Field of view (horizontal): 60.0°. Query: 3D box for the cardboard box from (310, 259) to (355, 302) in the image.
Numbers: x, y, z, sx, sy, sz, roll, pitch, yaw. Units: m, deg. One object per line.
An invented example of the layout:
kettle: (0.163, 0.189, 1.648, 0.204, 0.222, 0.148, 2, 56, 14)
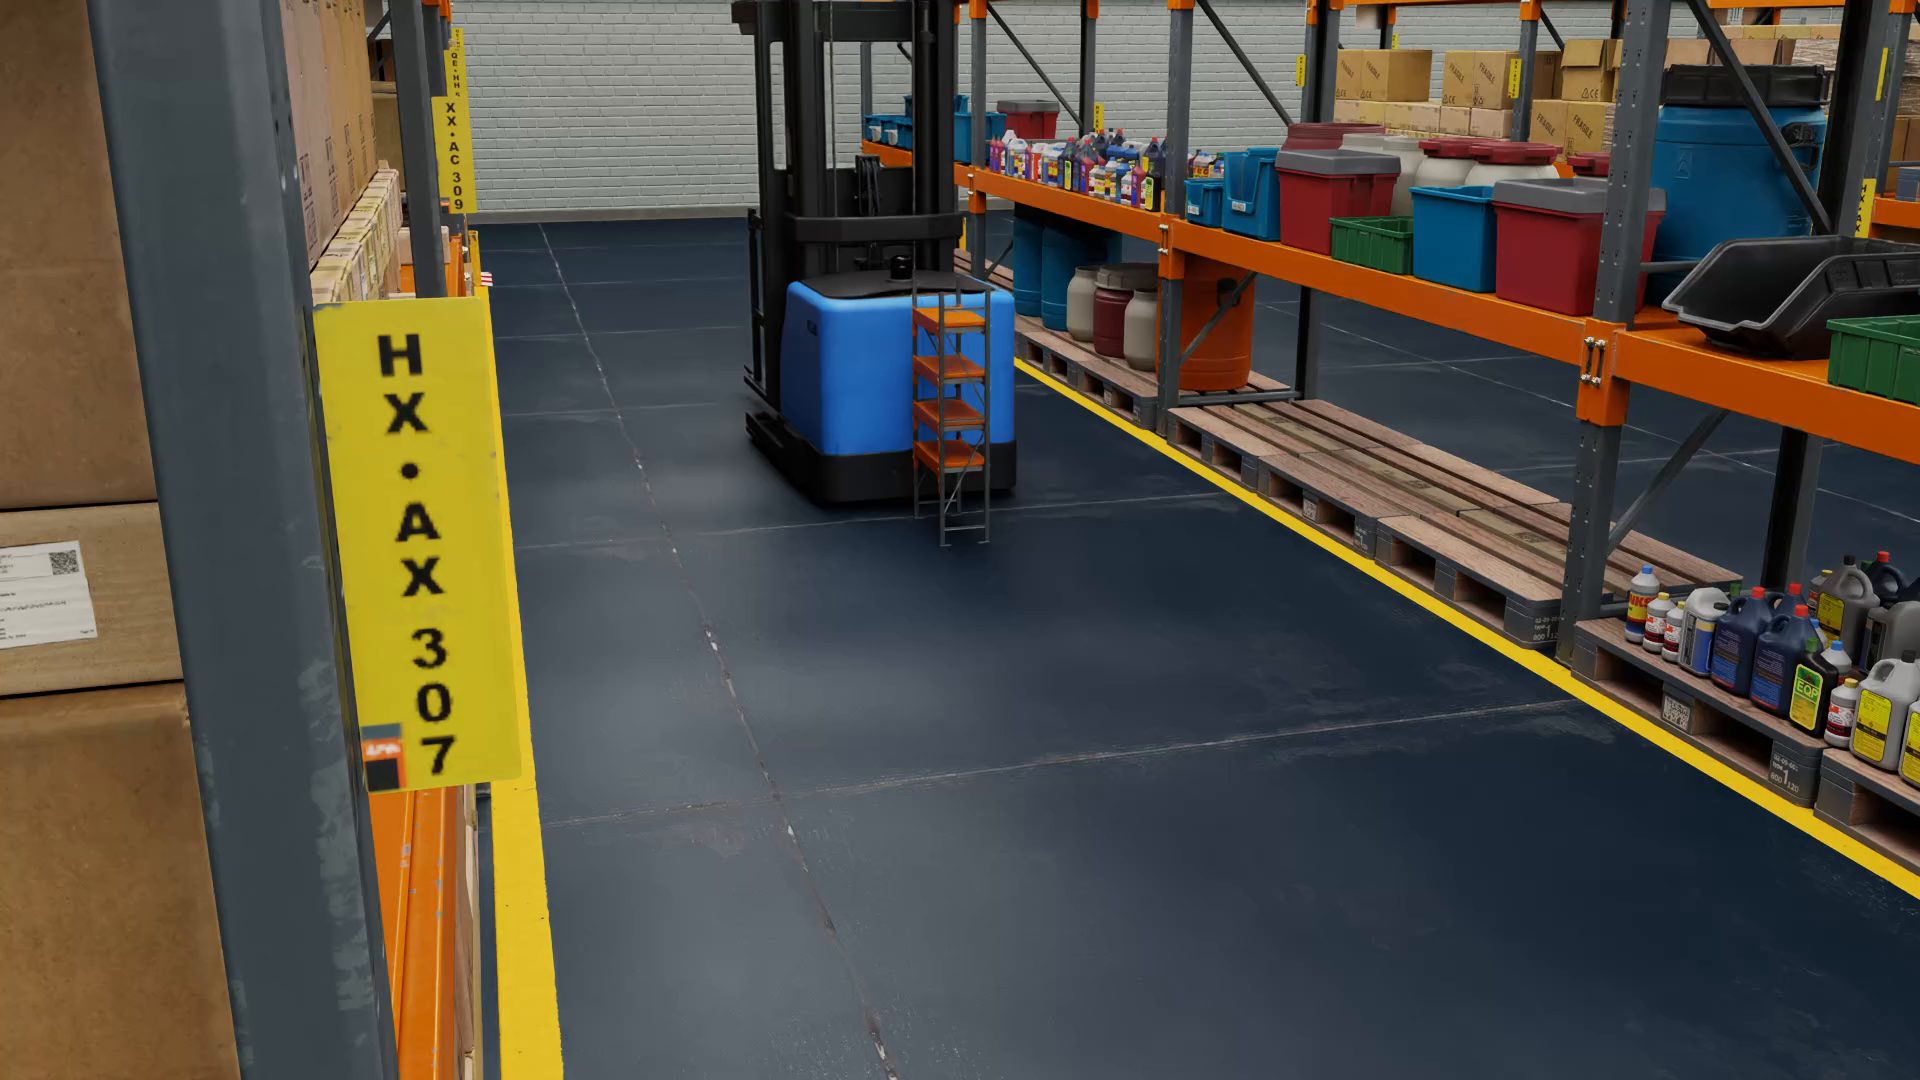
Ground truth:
cardboard box: (-1.137, -0.337, 2.558, 0.380, 0.149, 0.250, -5, 17, -16)

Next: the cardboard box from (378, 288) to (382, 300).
cardboard box: (-1.700, -0.383, 3.841, 0.700, 0.500, 0.500, -5, 17, -16)

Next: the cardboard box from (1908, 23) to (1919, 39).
cardboard box: (9.609, -4.883, 16.564, 0.500, 0.500, 0.500, -5, 18, -17)

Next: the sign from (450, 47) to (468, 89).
sign: (-3.645, -3.415, 12.096, 0.100, 0.325, 0.005, -5, 17, -15)

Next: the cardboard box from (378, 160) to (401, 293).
cardboard box: (-2.602, -1.295, 6.874, 0.500, 0.500, 0.500, -6, 18, -18)

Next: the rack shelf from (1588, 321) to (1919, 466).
rack shelf: (3.334, -0.096, 4.308, 1.077, 0.370, 4.000, -5, 17, -15)

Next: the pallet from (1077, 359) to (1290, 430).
pallet: (1.429, -0.979, 10.846, 1.003, 0.211, 1.213, -5, 17, -15)

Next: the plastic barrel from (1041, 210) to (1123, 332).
plastic barrel: (0.914, -2.055, 12.497, 0.600, 0.901, 0.708, -5, 17, -15)

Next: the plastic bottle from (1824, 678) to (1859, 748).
plastic bottle: (2.715, 0.524, 5.092, 0.097, 0.201, 0.097, 0, 17, 0)

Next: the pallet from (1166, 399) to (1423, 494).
pallet: (1.861, -0.547, 9.407, 1.003, 0.211, 1.213, -5, 17, -15)

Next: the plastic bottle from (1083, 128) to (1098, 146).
plastic bottle: (1.015, -2.943, 12.622, 0.144, 0.351, 0.185, -5, 17, -15)

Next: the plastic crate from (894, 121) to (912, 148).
plastic crate: (-0.400, -3.803, 15.586, 0.416, 0.233, 0.300, -5, 17, -15)

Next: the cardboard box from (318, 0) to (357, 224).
cardboard box: (-1.574, -0.872, 3.212, 0.700, 0.500, 0.500, -5, 17, -15)

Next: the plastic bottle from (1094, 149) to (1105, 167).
plastic bottle: (0.938, -2.501, 11.267, 0.061, 0.283, 0.133, -5, 17, -15)

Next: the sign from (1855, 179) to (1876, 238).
sign: (3.317, -1.167, 6.141, 0.100, 0.325, 0.005, -5, 17, -15)

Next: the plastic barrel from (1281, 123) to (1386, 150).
plastic barrel: (2.104, -2.061, 9.363, 0.600, 0.536, 0.708, -5, 17, -15)

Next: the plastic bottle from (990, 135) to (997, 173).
plastic bottle: (0.277, -3.016, 12.980, 0.061, 0.283, 0.133, -5, 17, -15)

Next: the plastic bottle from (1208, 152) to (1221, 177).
plastic bottle: (1.694, -2.422, 11.004, 0.061, 0.283, 0.133, -5, 17, -15)

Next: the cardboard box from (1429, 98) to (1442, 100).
cardboard box: (4.776, -4.522, 17.535, 0.500, 0.250, 0.500, -5, 17, -16)

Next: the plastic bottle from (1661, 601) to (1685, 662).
plastic bottle: (2.506, 0.315, 5.790, 0.097, 0.201, 0.097, 0, 17, 0)

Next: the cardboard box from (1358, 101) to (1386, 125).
cardboard box: (4.405, -4.339, 16.925, 0.500, 0.250, 0.500, -5, 18, -17)

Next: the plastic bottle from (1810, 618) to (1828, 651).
plastic bottle: (2.763, 0.389, 5.421, 0.097, 0.271, 0.097, 0, 17, 0)

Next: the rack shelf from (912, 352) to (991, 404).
rack shelf: (-0.045, -0.770, 7.887, 0.258, 0.148, 0.480, -5, 17, -15)

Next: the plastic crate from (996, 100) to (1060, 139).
plastic crate: (0.582, -3.533, 14.283, 0.402, 0.464, 0.583, -5, 17, -15)

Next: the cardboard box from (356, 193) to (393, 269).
cardboard box: (-1.485, -0.690, 3.734, 0.380, 0.149, 0.250, -5, 17, -15)

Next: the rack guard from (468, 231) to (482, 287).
rack guard: (-5.256, -2.704, 16.086, 1.175, 0.500, 0.348, -5, 17, -15)

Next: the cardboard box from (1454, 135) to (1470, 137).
cardboard box: (4.808, -3.679, 15.421, 0.380, 0.149, 0.250, -5, 17, -16)

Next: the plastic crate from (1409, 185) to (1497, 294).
plastic crate: (2.182, -1.267, 6.983, 0.392, 0.384, 0.575, -5, 17, -15)

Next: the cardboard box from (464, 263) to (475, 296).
cardboard box: (-3.767, -1.716, 12.030, 0.500, 0.500, 0.500, -5, 17, -16)

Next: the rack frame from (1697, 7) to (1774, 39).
rack frame: (9.046, -5.069, 19.613, 1.000, 3.000, 0.127, -5, 17, -15)

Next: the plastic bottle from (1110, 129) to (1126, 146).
plastic bottle: (1.204, -2.903, 12.490, 0.144, 0.351, 0.185, -5, 17, -15)

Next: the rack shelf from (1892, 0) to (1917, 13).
rack shelf: (6.997, -3.031, 8.864, 1.077, 0.370, 4.000, -5, 17, -15)

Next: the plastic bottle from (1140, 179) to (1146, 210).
plastic bottle: (1.150, -2.117, 10.130, 0.097, 0.201, 0.097, 0, 17, 0)

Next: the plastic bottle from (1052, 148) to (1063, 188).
plastic bottle: (0.697, -2.605, 11.635, 0.097, 0.271, 0.097, 0, 17, 0)

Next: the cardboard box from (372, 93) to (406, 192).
cardboard box: (-3.360, -2.124, 8.905, 0.700, 0.500, 0.500, -12, 20, -34)

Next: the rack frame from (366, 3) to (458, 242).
rack frame: (-3.078, -1.710, 8.429, 1.000, 3.000, 0.127, -5, 17, -15)

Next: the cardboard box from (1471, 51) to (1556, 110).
cardboard box: (4.965, -4.134, 14.941, 0.500, 0.500, 0.500, -4, 17, -14)

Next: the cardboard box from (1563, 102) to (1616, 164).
cardboard box: (5.373, -3.360, 13.750, 0.500, 0.500, 0.500, -5, 17, -15)

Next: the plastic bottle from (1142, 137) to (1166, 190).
plastic bottle: (1.347, -2.601, 11.482, 0.144, 0.351, 0.185, -5, 17, -15)

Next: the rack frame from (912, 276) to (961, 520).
rack frame: (-0.113, -0.688, 8.157, 0.240, 1.200, 0.015, -5, 17, -15)

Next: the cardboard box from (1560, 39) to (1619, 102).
cardboard box: (5.532, -3.951, 13.972, 0.797, 0.503, 0.637, -5, 17, -17)

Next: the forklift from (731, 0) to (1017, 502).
forklift: (-0.644, -1.977, 9.438, 1.130, 2.935, 3.031, -5, 18, -17)

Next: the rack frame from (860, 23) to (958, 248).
rack frame: (-0.513, -4.313, 17.097, 1.000, 3.000, 0.127, -5, 17, -15)

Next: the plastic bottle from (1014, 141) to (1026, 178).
plastic bottle: (0.453, -2.851, 12.454, 0.097, 0.271, 0.097, 0, 17, 0)

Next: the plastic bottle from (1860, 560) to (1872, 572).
plastic bottle: (3.234, 0.203, 6.018, 0.061, 0.283, 0.133, -4, 17, -12)

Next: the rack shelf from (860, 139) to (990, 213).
rack shelf: (0.036, -3.415, 15.358, 1.077, 0.370, 4.000, -5, 17, -15)

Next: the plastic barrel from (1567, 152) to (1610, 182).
plastic barrel: (2.732, -1.341, 6.966, 0.433, 0.535, 0.433, 0, 17, 0)

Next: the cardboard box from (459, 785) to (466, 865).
cardboard box: (-1.374, 0.542, 3.681, 0.500, 0.500, 0.500, -5, 17, -15)

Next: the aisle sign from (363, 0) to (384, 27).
aisle sign: (-5.578, -5.163, 15.408, 0.394, 0.787, 0.004, -5, 17, -15)

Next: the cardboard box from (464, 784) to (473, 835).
cardboard box: (-1.514, 0.763, 4.249, 0.500, 0.250, 0.500, -5, 17, -15)

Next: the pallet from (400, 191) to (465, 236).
pallet: (-3.332, -1.800, 9.063, 1.213, 0.211, 1.003, -5, 17, -15)

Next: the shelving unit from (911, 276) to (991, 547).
shelving unit: (-0.045, -0.620, 7.932, 0.258, 1.200, 0.503, -5, 17, -15)

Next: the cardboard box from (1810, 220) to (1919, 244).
cardboard box: (6.278, -1.868, 11.920, 1.225, 0.875, 0.875, -6, 18, -18)

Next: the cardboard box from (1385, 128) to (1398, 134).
cardboard box: (4.453, -4.035, 16.606, 0.380, 0.149, 0.250, -5, 17, -17)

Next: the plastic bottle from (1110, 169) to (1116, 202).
plastic bottle: (1.006, -2.261, 10.611, 0.097, 0.201, 0.097, 0, 17, 0)
